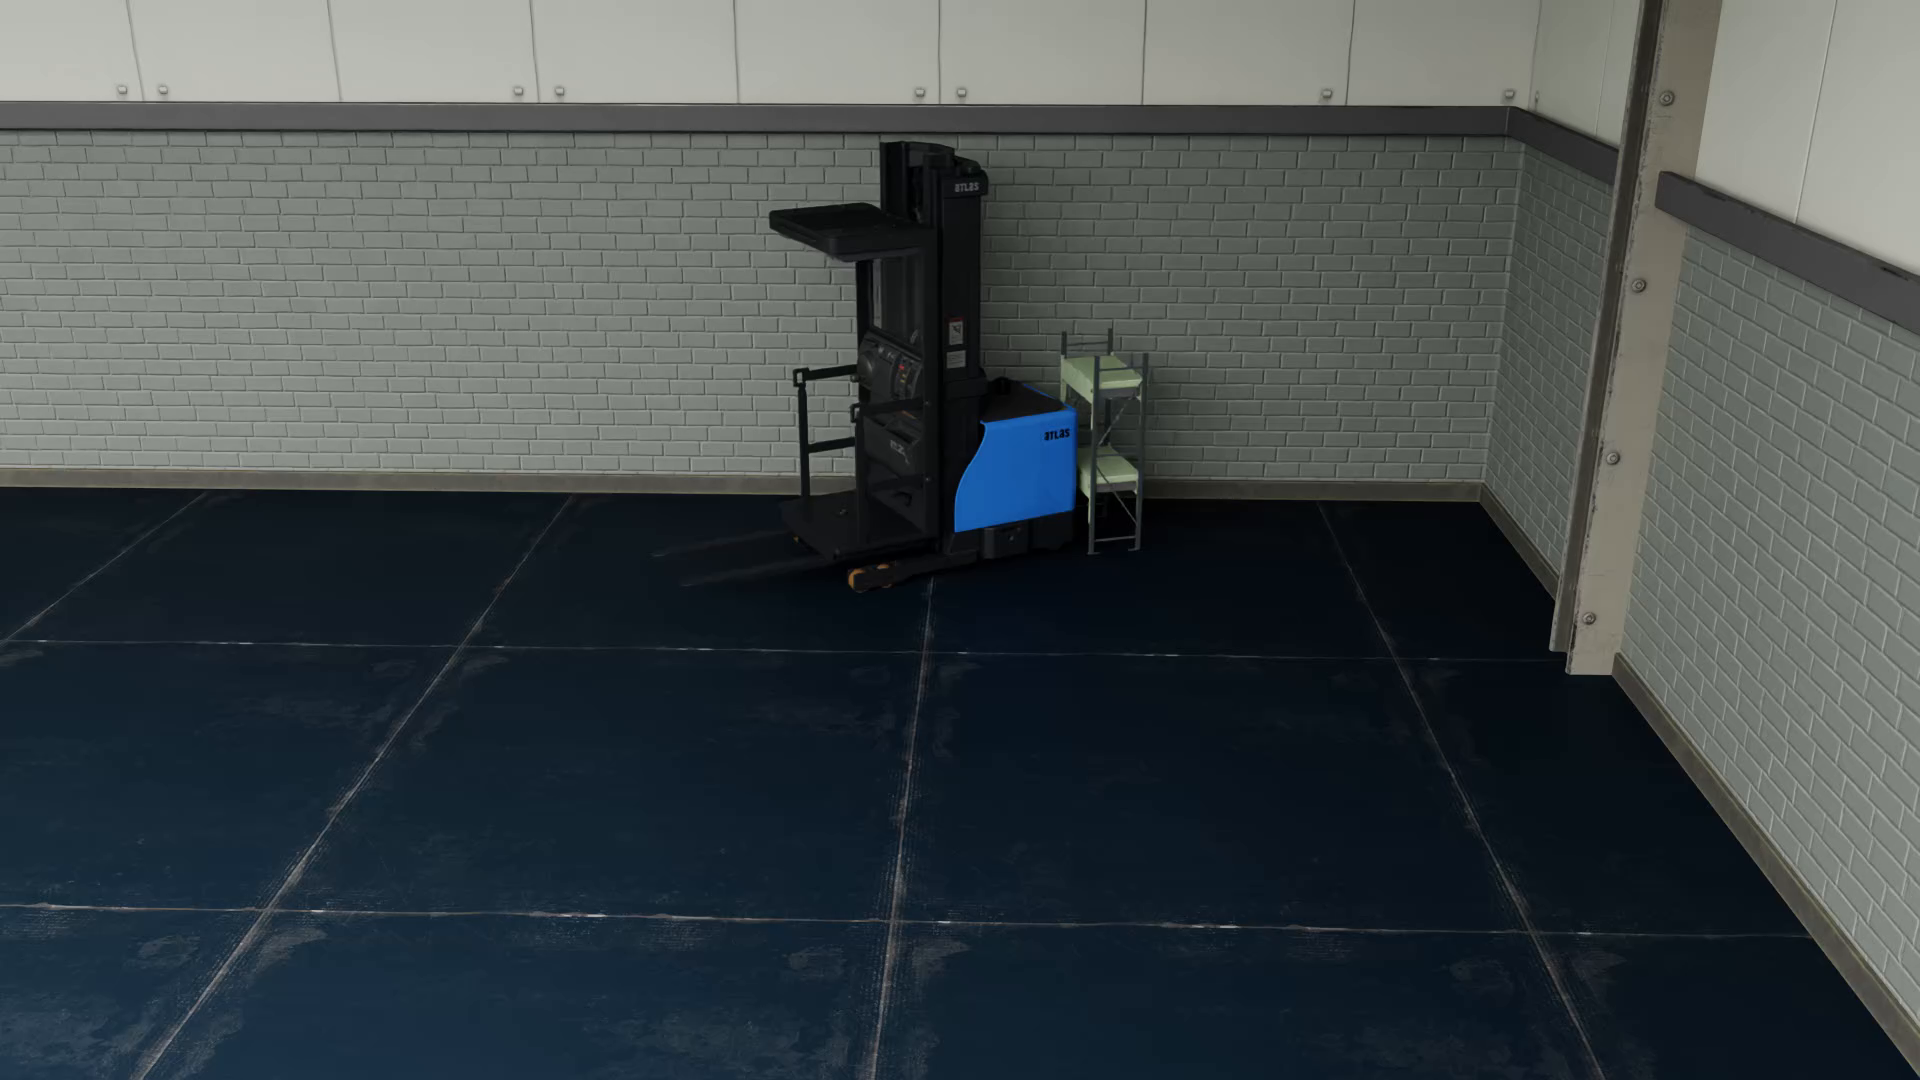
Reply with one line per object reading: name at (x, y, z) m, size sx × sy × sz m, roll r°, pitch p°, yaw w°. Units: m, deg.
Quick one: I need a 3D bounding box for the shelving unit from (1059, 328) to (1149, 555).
shelving unit at (1.048, -0.741, 12.364) m, size 0.431 × 1.500 × 0.755 m, roll -6°, pitch 22°, yaw -14°

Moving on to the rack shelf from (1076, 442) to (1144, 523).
rack shelf at (1.048, -0.437, 12.482) m, size 0.431 × 0.370 × 0.720 m, roll -6°, pitch 22°, yaw -14°

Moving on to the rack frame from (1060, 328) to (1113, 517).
rack frame at (0.953, -0.869, 12.694) m, size 0.400 × 1.500 × 0.023 m, roll -6°, pitch 22°, yaw -14°

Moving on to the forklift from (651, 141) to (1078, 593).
forklift at (-0.675, -1.215, 11.608) m, size 3.031 × 2.935 × 1.130 m, roll -11°, pitch 24°, yaw -26°

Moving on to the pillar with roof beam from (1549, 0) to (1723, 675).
pillar with roof beam at (-0.353, -3.475, 9.046) m, size 9.100 × 9.000 × 0.400 m, roll 1°, pitch 21°, yaw 2°

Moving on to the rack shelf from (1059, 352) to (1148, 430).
rack shelf at (1.048, -1.105, 12.223) m, size 0.431 × 0.370 × 0.720 m, roll -6°, pitch 22°, yaw -14°

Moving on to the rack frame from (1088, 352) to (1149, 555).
rack frame at (1.143, -0.613, 12.035) m, size 0.400 × 1.500 × 0.023 m, roll -6°, pitch 22°, yaw -14°
